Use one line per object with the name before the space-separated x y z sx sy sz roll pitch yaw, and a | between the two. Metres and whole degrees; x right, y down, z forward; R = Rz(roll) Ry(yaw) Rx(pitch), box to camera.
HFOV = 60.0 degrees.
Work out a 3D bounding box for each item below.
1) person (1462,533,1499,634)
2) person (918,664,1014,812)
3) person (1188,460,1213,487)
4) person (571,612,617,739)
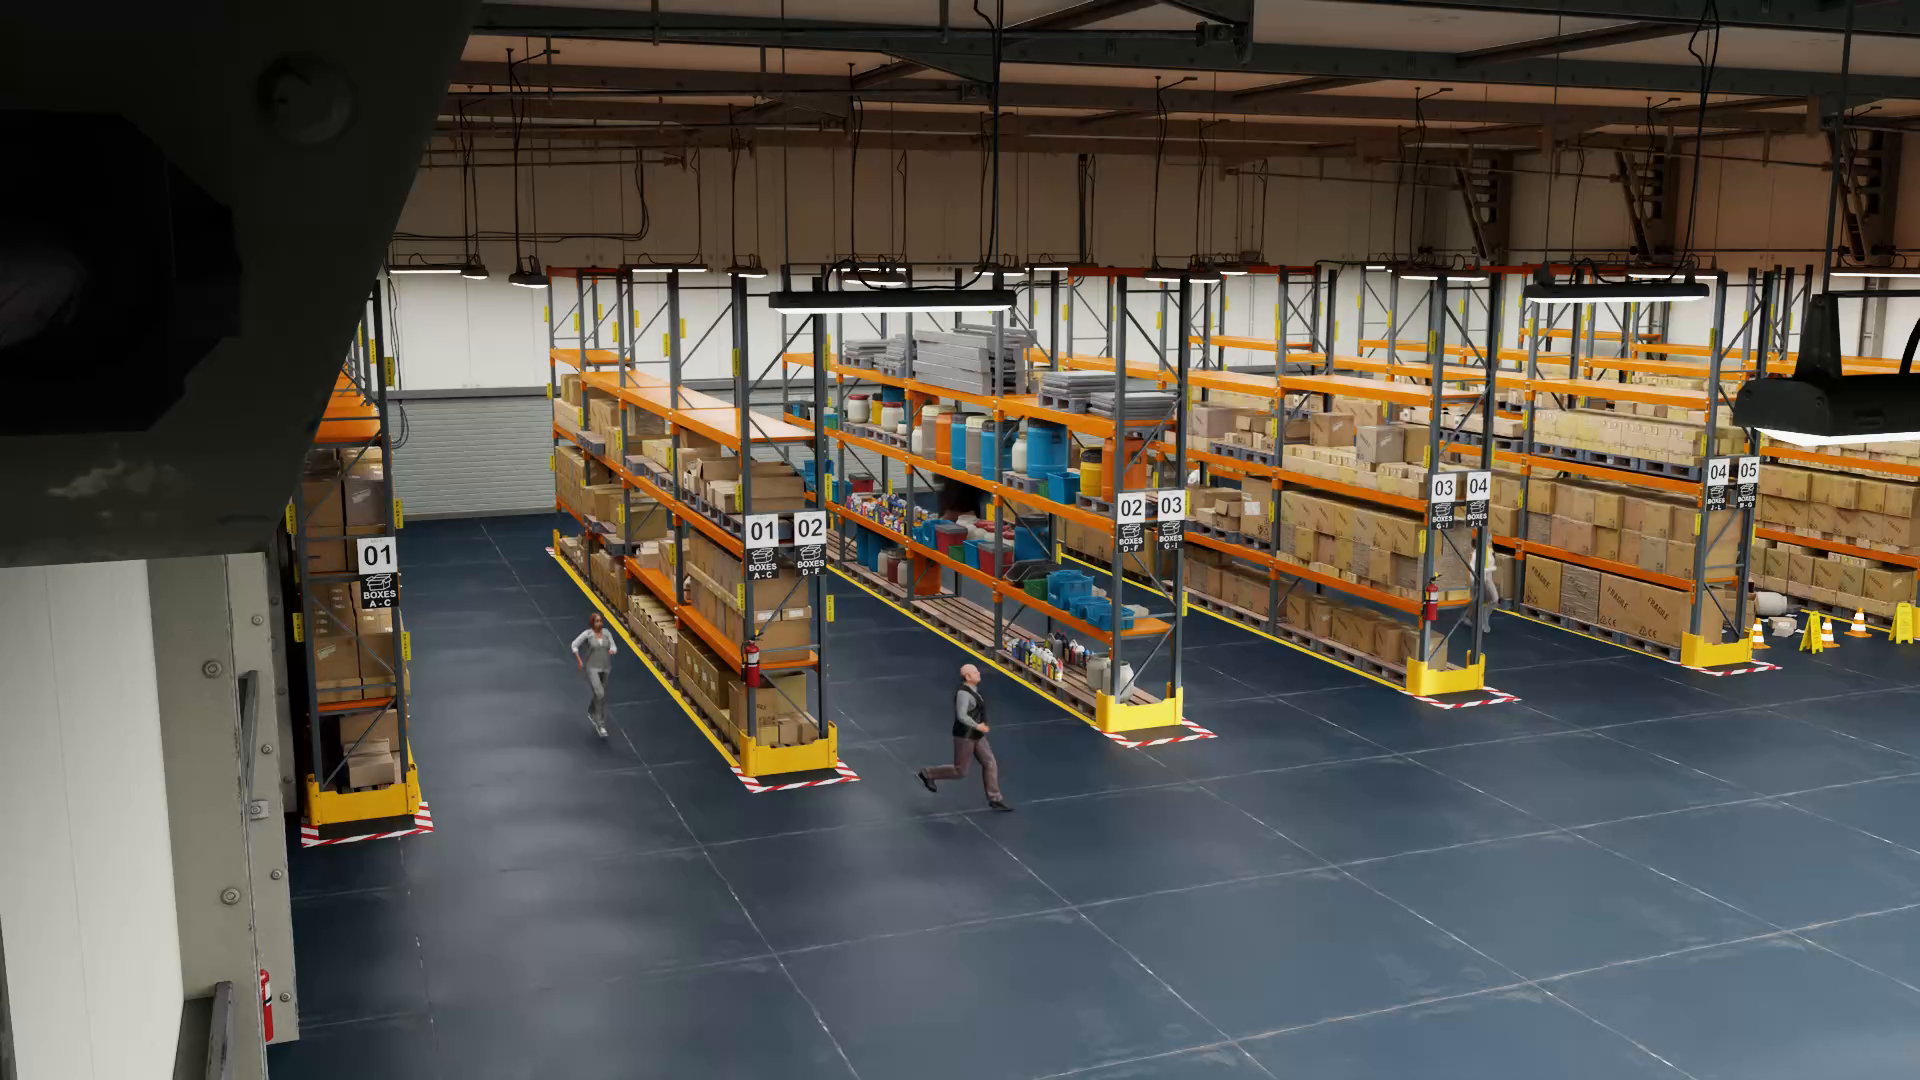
person | 8.720 0.694 27.826 0.630 1.697 0.802 -5 11 -25
person | 0.071 2.255 18.930 1.096 1.716 0.632 3 10 17
person | 5.290 -0.910 36.884 0.643 1.866 0.884 -4 11 -21
person | -4.789 1.755 21.945 0.510 1.645 0.732 -9 13 -41
